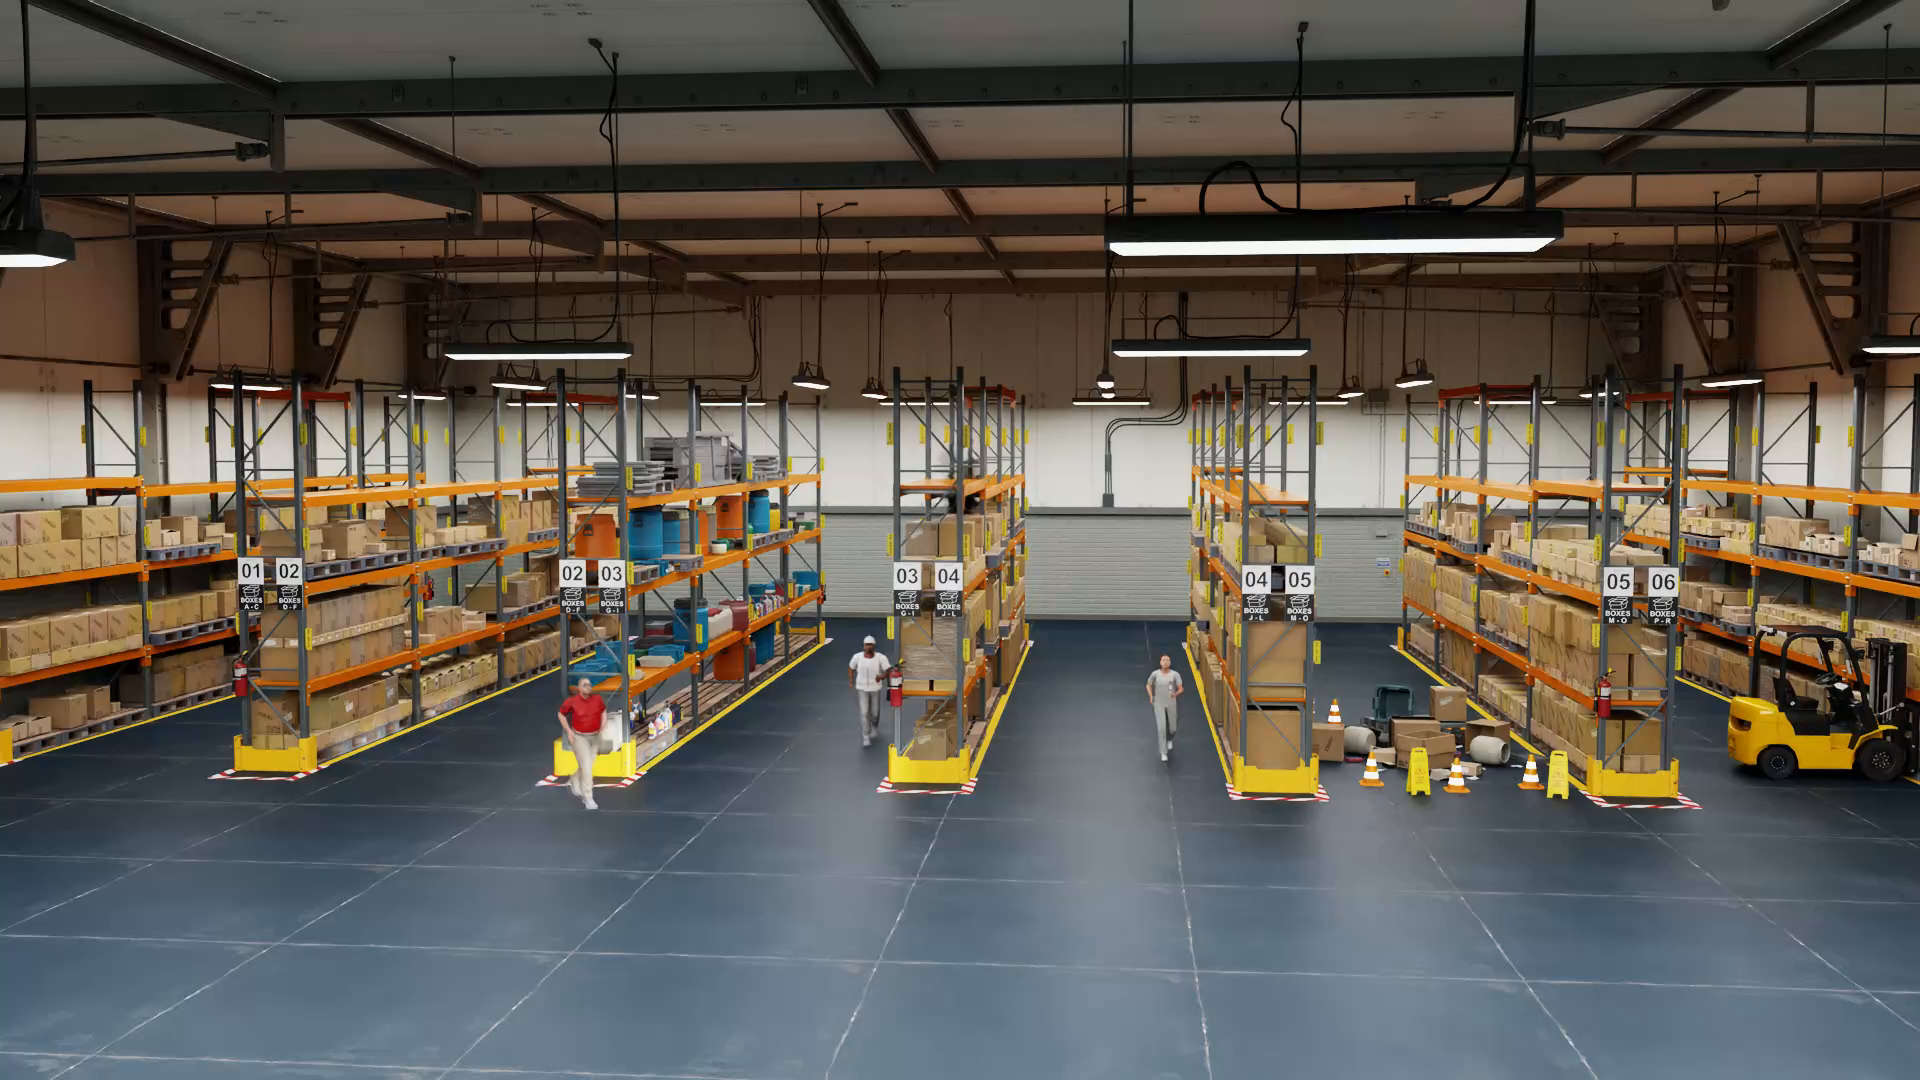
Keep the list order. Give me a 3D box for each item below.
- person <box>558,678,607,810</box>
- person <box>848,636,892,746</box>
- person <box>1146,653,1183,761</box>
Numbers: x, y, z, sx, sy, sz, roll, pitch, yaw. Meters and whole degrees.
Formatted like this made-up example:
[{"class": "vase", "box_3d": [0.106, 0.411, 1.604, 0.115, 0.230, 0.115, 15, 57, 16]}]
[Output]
[{"class": "person", "box_3d": [-5.119, 2.745, 22.651, 0.657, 1.767, 0.829, -3, 5, -43]}, {"class": "person", "box_3d": [-1.471, 2.435, 27.075, 0.722, 1.757, 0.835, 0, 4, -1]}, {"class": "person", "box_3d": [3.181, 2.579, 25.871, 0.575, 1.625, 0.782, 0, 4, 5]}]
